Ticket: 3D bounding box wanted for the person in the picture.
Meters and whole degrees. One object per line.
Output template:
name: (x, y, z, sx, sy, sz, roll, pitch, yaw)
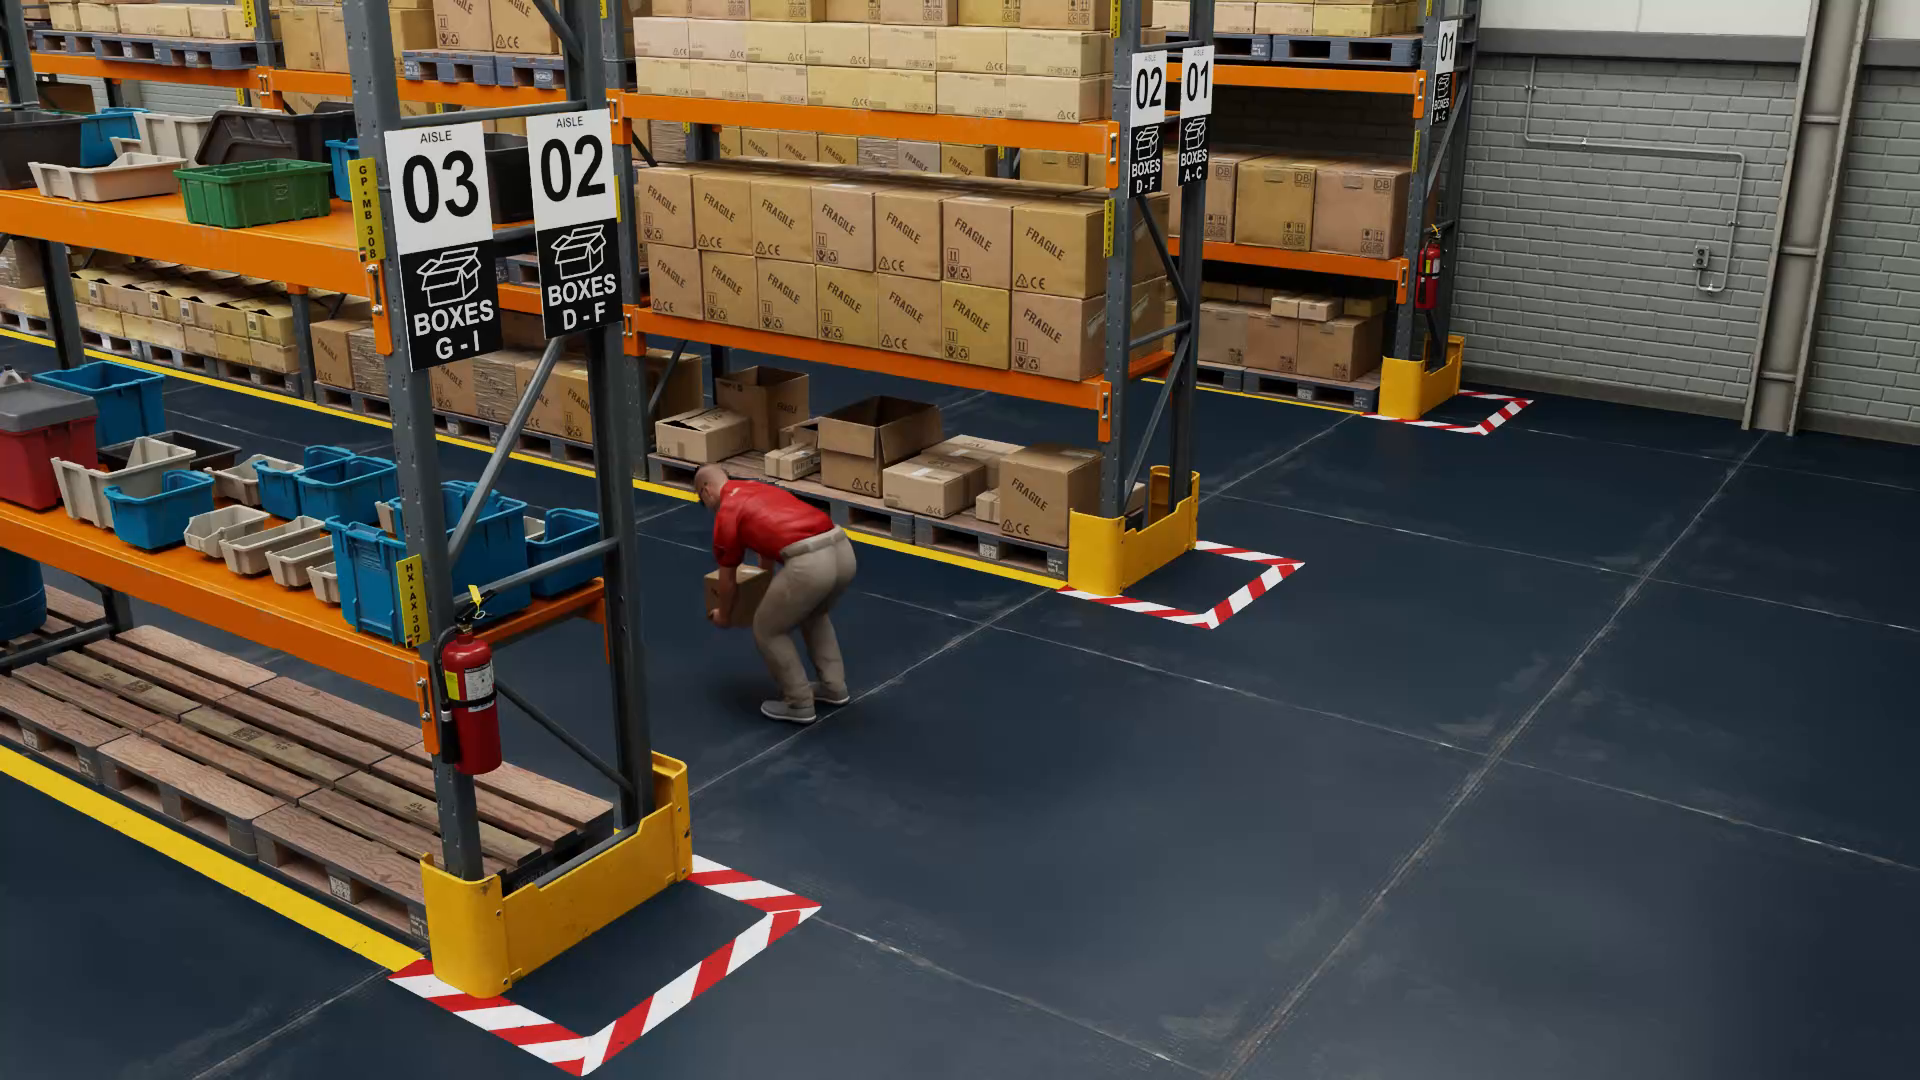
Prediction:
person: (-0.969, 0.261, 8.594, 0.916, 1.243, 0.503, 12, 23, 30)
